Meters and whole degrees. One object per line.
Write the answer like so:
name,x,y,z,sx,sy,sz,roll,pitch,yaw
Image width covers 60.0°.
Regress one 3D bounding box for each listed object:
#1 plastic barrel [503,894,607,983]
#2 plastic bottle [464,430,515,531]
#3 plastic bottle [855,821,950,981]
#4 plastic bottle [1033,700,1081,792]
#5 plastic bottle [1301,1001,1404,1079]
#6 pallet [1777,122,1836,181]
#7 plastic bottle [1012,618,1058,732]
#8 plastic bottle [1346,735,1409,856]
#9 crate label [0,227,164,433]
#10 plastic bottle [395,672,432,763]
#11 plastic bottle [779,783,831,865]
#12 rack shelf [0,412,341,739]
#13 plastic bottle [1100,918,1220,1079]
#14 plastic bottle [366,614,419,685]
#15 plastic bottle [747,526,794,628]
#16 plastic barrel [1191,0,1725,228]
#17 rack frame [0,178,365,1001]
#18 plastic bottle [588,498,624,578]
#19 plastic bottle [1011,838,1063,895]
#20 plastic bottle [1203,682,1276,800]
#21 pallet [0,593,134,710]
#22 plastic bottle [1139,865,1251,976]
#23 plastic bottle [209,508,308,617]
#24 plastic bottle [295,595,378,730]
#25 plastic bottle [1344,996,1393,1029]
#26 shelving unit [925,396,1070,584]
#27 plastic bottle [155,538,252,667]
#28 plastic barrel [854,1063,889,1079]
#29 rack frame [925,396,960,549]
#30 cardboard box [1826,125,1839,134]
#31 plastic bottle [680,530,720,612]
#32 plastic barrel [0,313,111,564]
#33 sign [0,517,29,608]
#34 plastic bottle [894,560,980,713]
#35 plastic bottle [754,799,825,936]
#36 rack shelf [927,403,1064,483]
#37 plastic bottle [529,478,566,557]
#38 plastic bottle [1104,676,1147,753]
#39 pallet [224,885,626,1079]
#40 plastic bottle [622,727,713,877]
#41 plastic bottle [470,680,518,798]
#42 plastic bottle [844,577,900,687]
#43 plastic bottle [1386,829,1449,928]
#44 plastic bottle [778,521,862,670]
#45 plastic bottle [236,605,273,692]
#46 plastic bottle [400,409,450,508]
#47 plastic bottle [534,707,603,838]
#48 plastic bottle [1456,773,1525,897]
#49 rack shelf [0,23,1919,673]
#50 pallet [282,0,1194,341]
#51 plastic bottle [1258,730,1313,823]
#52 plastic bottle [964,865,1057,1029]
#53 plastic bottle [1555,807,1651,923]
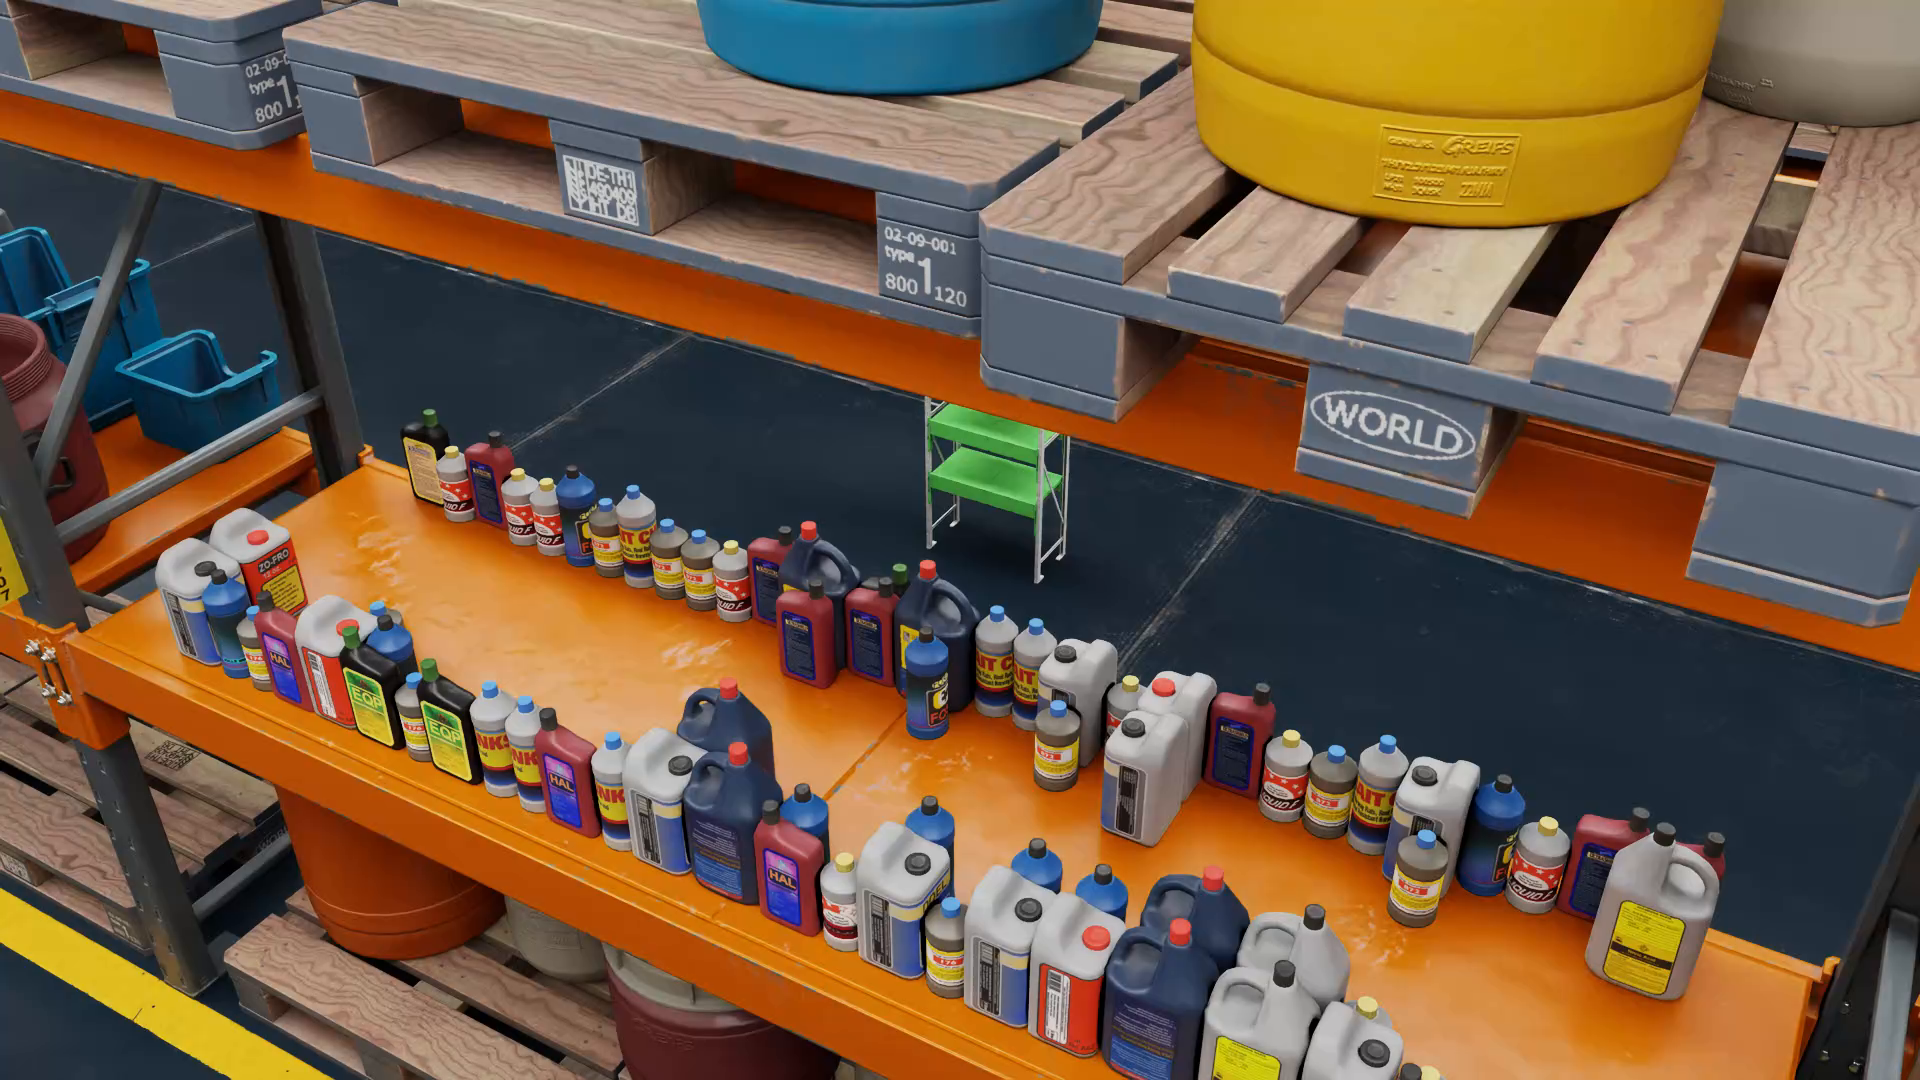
plastic barrel,-1.033,0.914,4.537,0.421,0.512,0.421,0,34,0
plastic bottle,-1.237,-0.168,4.401,0.133,0.283,0.061,18,37,24
plastic bottle,-0.104,0.673,3.145,0.135,0.276,0.152,18,37,24
plastic bottle,0.208,0.433,3.573,0.097,0.201,0.097,0,34,0
plastic bottle,0.652,0.913,2.785,0.135,0.276,0.152,18,37,24
pallet,3.294,-1.661,6.711,1.213,0.211,1.003,18,37,24
plastic bottle,0.167,0.294,3.719,0.097,0.271,0.097,0,34,0
plastic bottle,0.855,0.512,3.392,0.097,0.271,0.097,0,34,0
crate label,-2.729,-0.604,4.919,0.616,0.435,0.502,18,37,24
plastic bottle,-1.181,0.380,3.652,0.097,0.201,0.097,0,34,0
plastic bottle,-0.303,0.590,3.273,0.097,0.271,0.097,0,34,0
rack shelf,-3.737,-0.436,5.348,4.000,0.370,1.077,18,37,24
plastic bottle,0.351,0.789,2.904,0.185,0.351,0.144,18,37,24
plastic bottle,-1.266,0.285,3.731,0.097,0.271,0.097,0,34,0
plastic bottle,-0.445,0.083,4.024,0.133,0.283,0.061,18,37,24
plastic barrel,0.579,-0.741,1.901,0.600,0.588,0.600,0,34,0
rack frame,-2.001,-0.186,4.323,0.127,3.000,1.000,18,37,24
plastic bottle,-0.893,-0.013,4.242,0.097,0.201,0.097,0,34,0
plastic bottle,0.144,0.674,3.148,0.097,0.271,0.097,0,34,0
plastic bottle,0.594,0.412,3.530,0.133,0.283,0.061,18,37,24
pallet,-3.709,0.407,5.948,1.213,0.211,1.003,18,37,24
plastic bottle,0.423,0.719,3.008,0.185,0.351,0.144,18,37,24
plastic bottle,-1.710,0.067,4.055,0.135,0.276,0.152,18,37,24
plastic bottle,-1.384,0.268,3.754,0.135,0.276,0.152,18,37,24
plastic bottle,0.698,0.879,2.904,0.097,0.201,0.097,0,34,0
shelving unit,0.144,-0.454,6.349,0.503,1.200,0.258,18,37,24
plastic bottle,-1.785,0.140,3.945,0.135,0.276,0.152,18,37,24
plastic barrel,-0.052,1.224,4.071,0.421,0.512,0.421,0,34,0
rack frame,-0.068,-0.521,6.450,0.015,1.200,0.240,18,37,24
cardboard box,3.633,-1.923,6.462,0.500,0.500,0.700,6,34,9
plastic bottle,-0.639,0.068,4.122,0.097,0.201,0.097,0,34,0
plastic barrel,-2.554,-0.224,4.258,0.708,0.536,0.600,18,37,24
sign,-2.267,0.013,3.877,0.005,0.325,0.100,18,37,24
plastic bottle,-0.052,0.206,3.778,0.185,0.351,0.144,18,37,24
plastic bottle,-0.327,0.628,3.205,0.133,0.283,0.061,18,37,24
rack shelf,0.144,-0.401,6.384,0.480,0.148,0.258,18,37,24
plastic bottle,-1.062,-0.066,4.323,0.097,0.201,0.097,0,34,0
plastic bottle,0.368,0.387,3.642,0.097,0.201,0.097,0,34,0
pallet,-1.295,1.172,4.800,1.213,0.211,1.003,18,37,24
plastic bottle,-0.581,0.522,3.372,0.135,0.276,0.152,18,37,24
plastic bottle,-0.980,0.415,3.537,0.097,0.271,0.097,0,34,0
plastic bottle,-0.199,0.200,3.849,0.133,0.283,0.061,18,37,24
plastic bottle,0.896,0.651,3.245,0.097,0.201,0.097,0,34,0
plastic bottle,-0.328,0.119,3.910,0.185,0.351,0.144,18,37,24
plastic bottle,-1.614,0.243,3.857,0.097,0.201,0.097,0,34,0
plastic bottle,-1.438,-0.231,4.496,0.133,0.283,0.061,18,37,24
plastic bottle,-0.805,0.477,3.432,0.133,0.283,0.061,18,37,24
plastic bottle,1.056,0.575,3.296,0.097,0.271,0.097,0,34,0
rack shelf,-0.264,-0.585,2.865,4.000,0.370,1.077,18,37,24
pallet,-0.243,-0.735,2.611,1.213,0.211,1.003,18,37,24
plastic bottle,0.686,0.487,3.491,0.097,0.201,0.097,0,34,0
plastic bottle,0.098,0.737,3.049,0.135,0.276,0.152,18,37,24
plastic bottle,1.250,0.620,3.218,0.133,0.283,0.061,18,37,24
